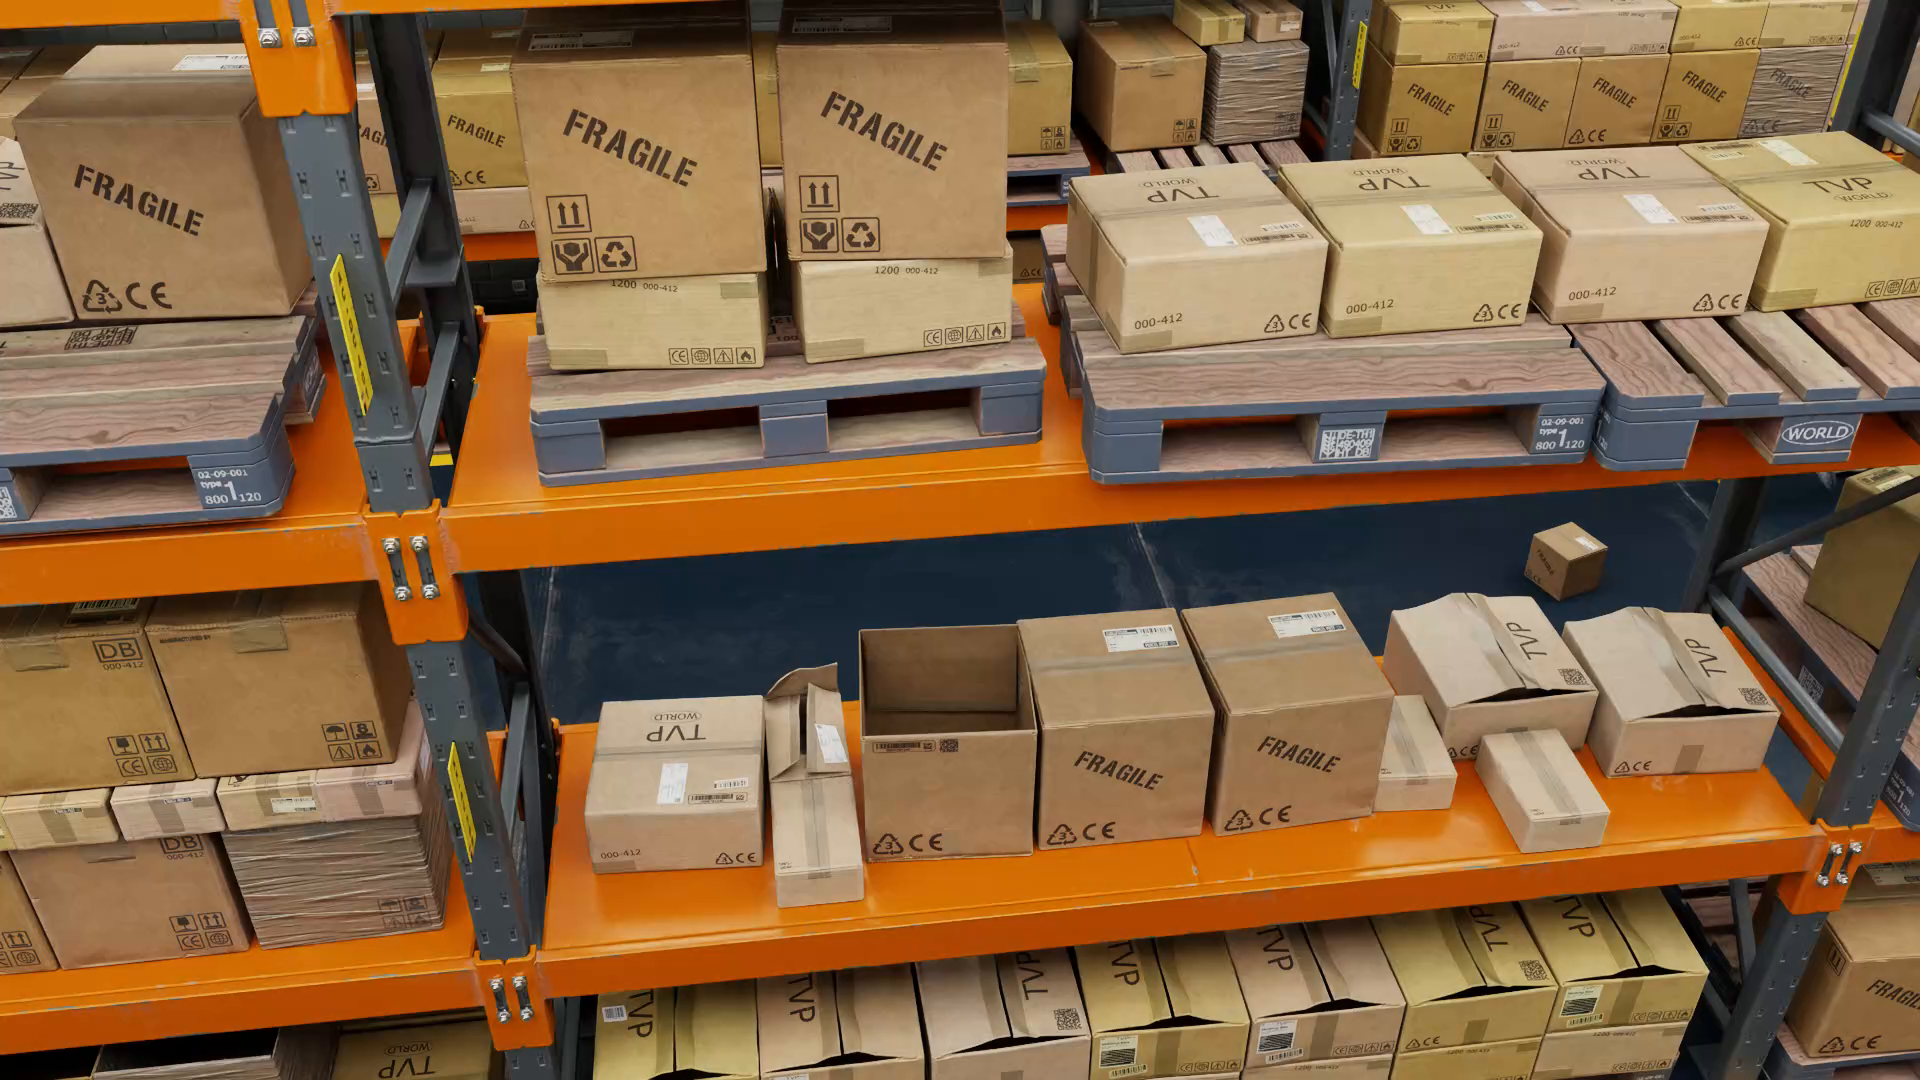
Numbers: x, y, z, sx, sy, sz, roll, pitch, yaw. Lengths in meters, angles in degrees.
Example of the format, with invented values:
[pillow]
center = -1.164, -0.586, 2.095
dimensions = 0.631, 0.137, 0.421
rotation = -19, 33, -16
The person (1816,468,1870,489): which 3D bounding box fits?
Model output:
[person]
center = 4.730, -1.004, 8.545
dimensions = 0.591, 1.648, 0.483
rotation = -9, 36, -13
